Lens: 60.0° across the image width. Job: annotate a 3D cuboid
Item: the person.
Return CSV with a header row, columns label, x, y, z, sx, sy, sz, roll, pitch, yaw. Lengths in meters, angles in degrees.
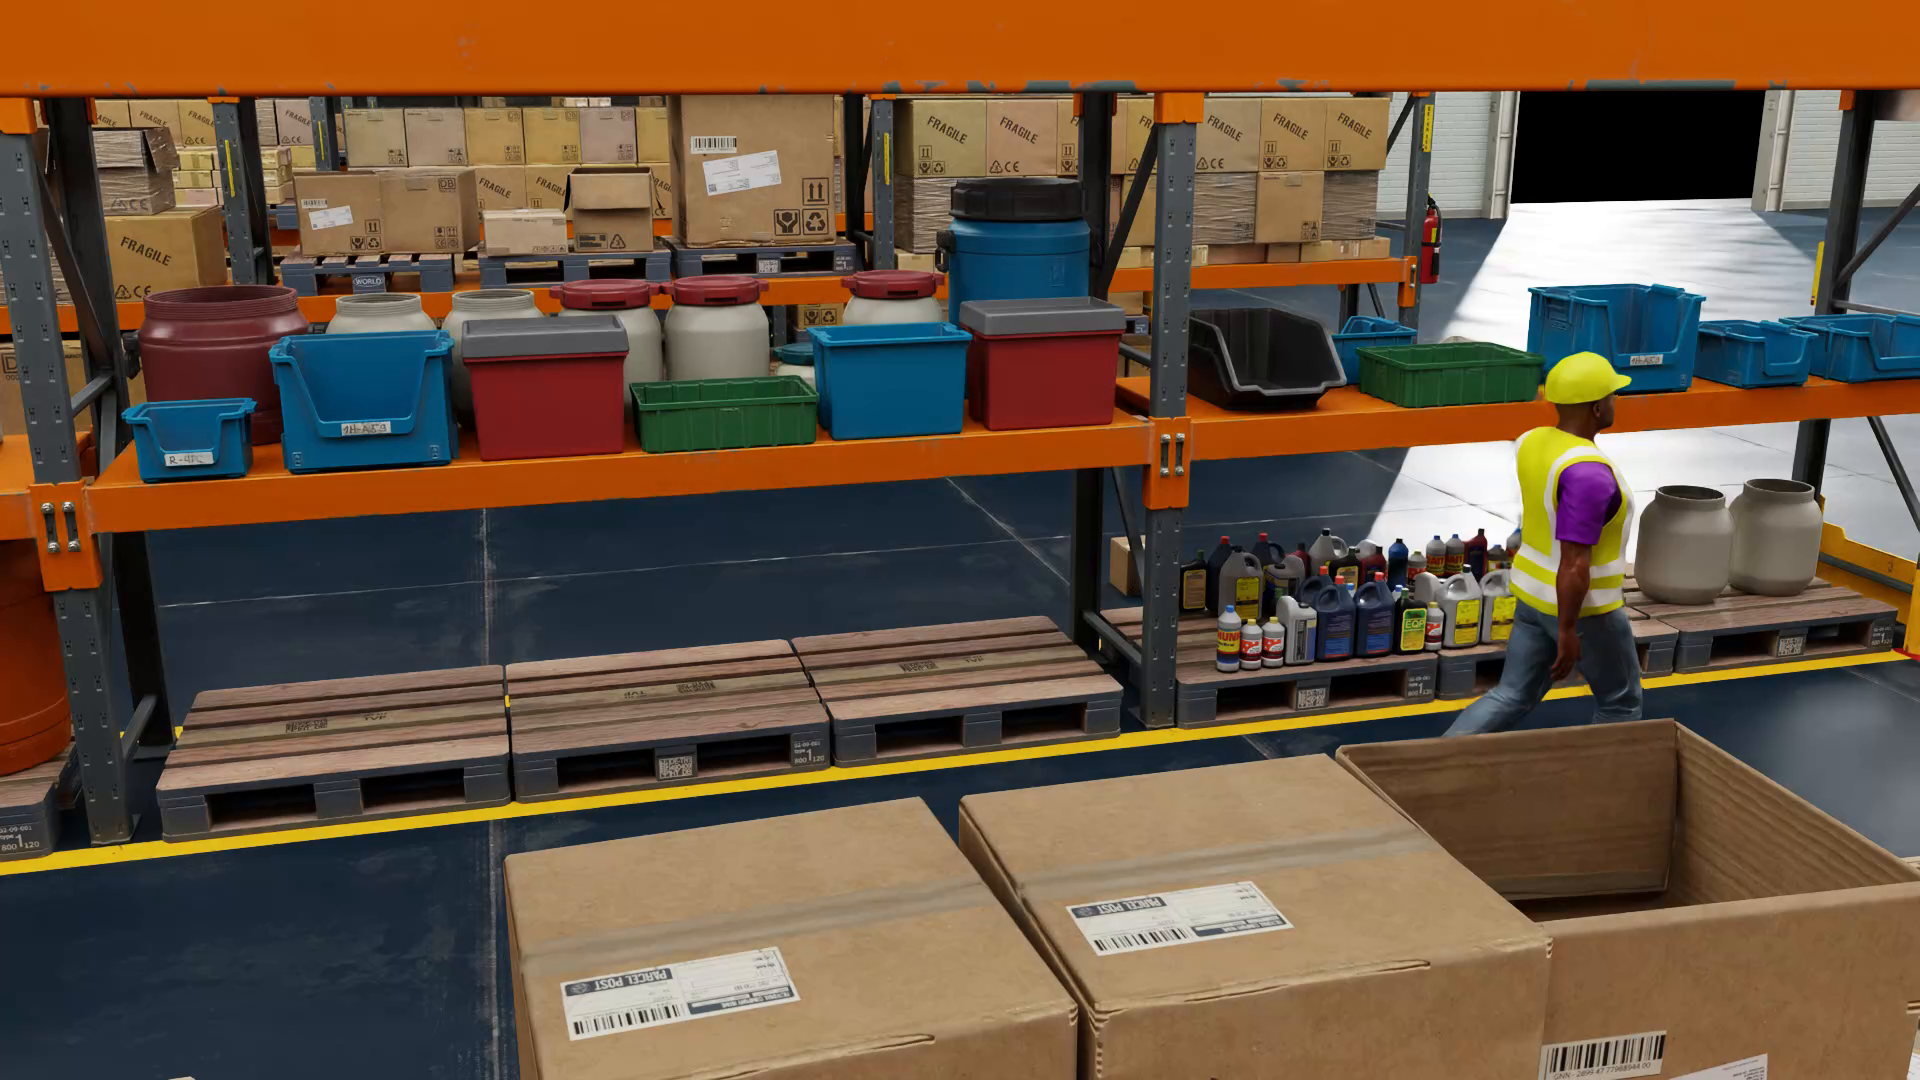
label,x,y,z,sx,sy,sz,roll,pitch,yaw
person,2.114,0.193,5.824,1.008,1.730,0.596,-3,16,-10
